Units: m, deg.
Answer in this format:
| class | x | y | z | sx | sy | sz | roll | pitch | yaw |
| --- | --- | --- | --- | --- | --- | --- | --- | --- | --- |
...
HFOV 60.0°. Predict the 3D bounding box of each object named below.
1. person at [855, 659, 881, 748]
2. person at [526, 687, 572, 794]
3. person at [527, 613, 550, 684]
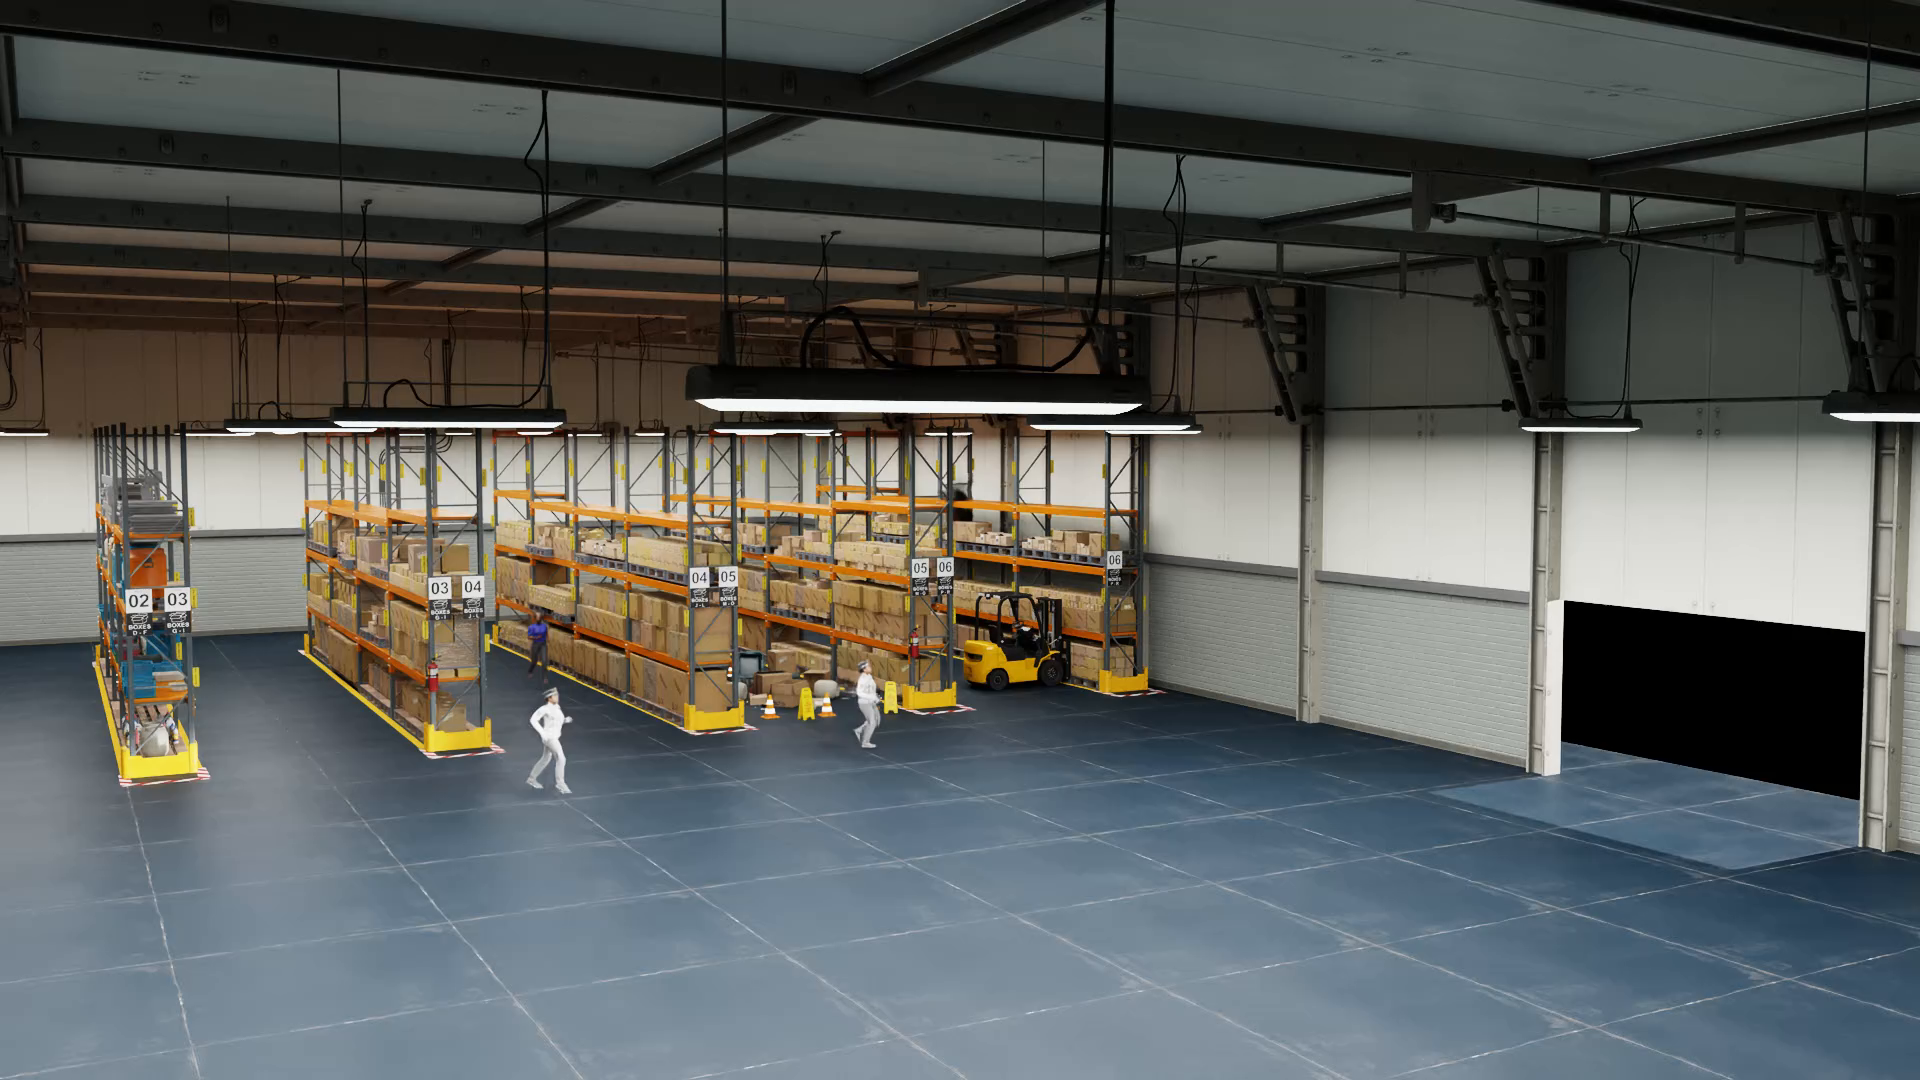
| class | x | y | z | sx | sy | sz | roll | pitch | yaw |
| --- | --- | --- | --- | --- | --- | --- | --- | --- | --- |
| person | -1.714 | 3.028 | 30.829 | 0.569 | 1.649 | 0.611 | 1 | 4 | 16 |
| person | -6.657 | 3.253 | 26.985 | 0.760 | 1.748 | 0.584 | 0 | 3 | 4 |
| person | -9.866 | 2.530 | 38.966 | 0.581 | 1.622 | 0.929 | -2 | 4 | -33 |
